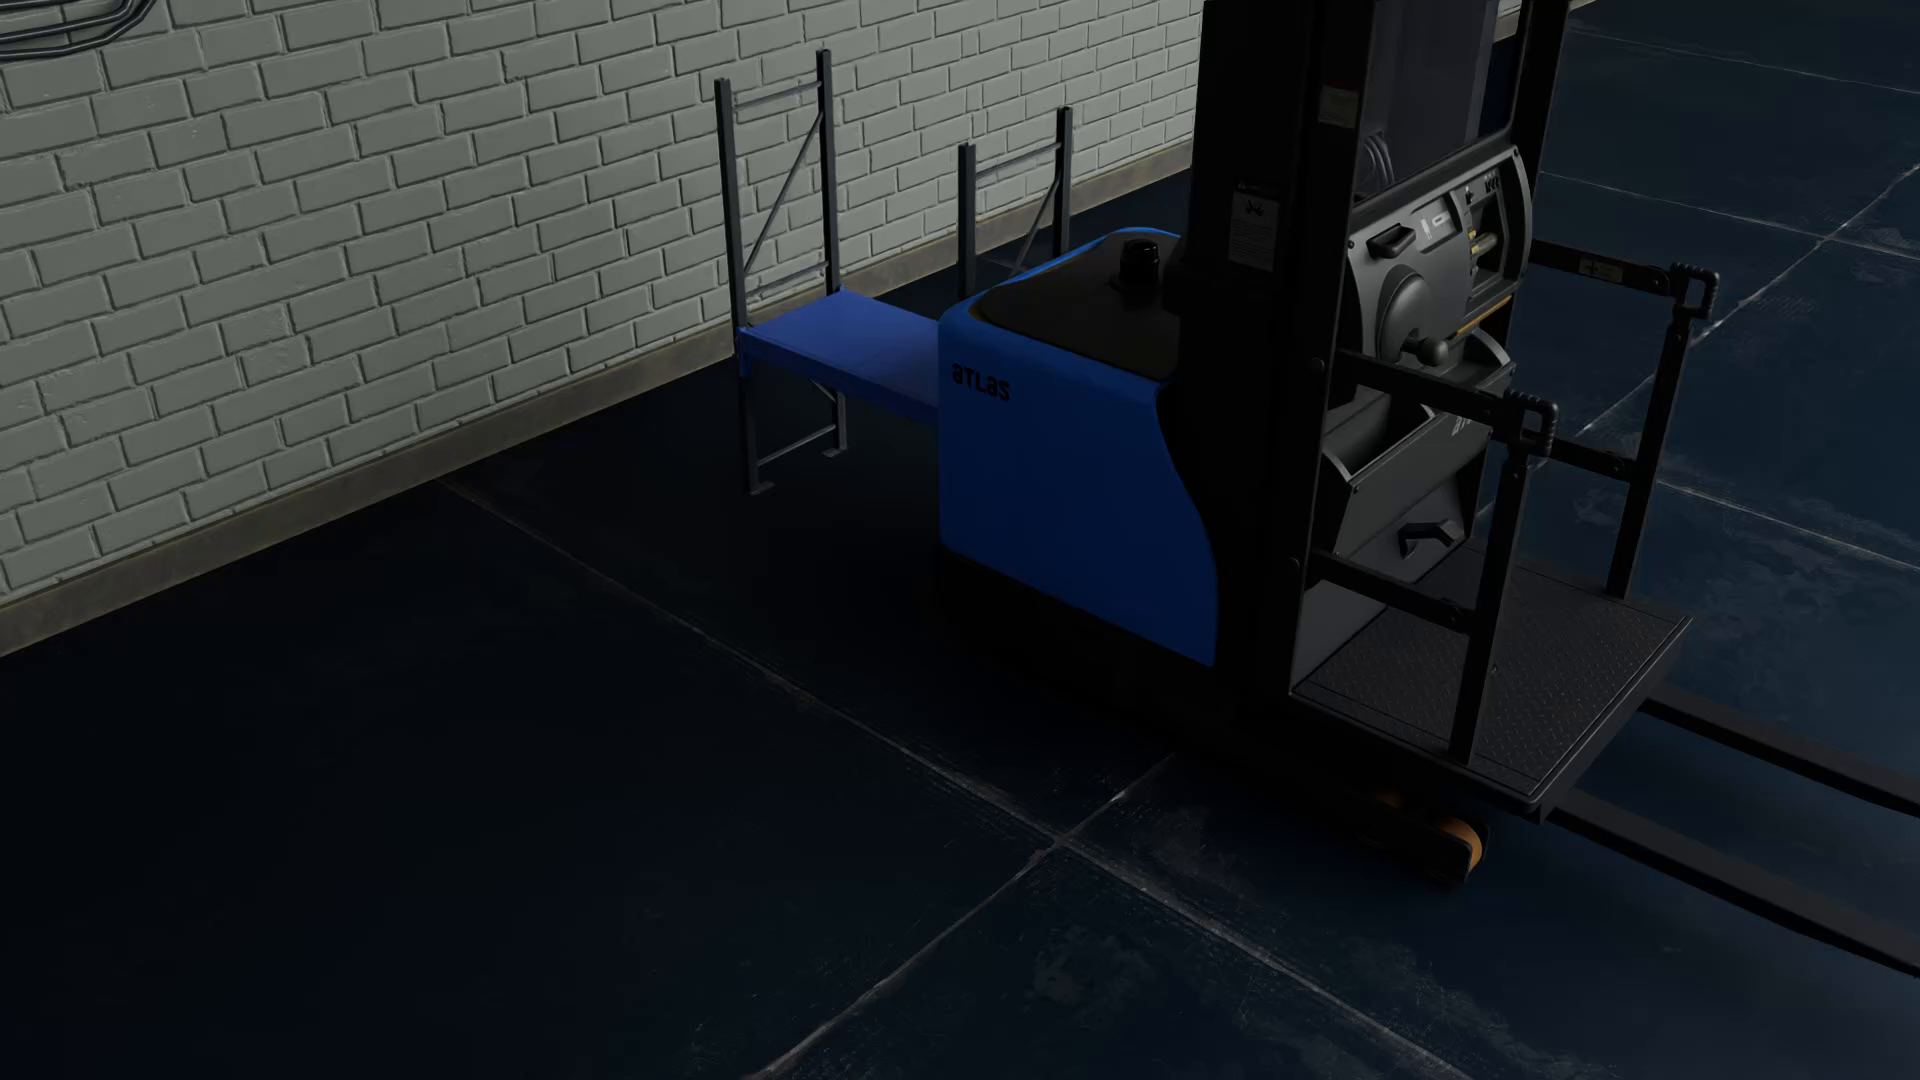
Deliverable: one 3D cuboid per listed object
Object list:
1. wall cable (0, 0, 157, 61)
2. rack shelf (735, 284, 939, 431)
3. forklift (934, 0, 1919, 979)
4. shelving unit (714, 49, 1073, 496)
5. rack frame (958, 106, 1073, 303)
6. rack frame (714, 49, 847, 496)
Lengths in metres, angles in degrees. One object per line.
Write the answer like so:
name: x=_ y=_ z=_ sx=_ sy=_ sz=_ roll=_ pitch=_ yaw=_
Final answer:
wall cable: x=-3.252 y=-1.981 z=3.327 sx=0.112 sy=2.526 sz=3.097 roll=25 pitch=39 yaw=35
rack shelf: x=-0.219 y=-0.580 z=5.607 sx=1.000 sy=0.185 sz=0.538 roll=24 pitch=38 yaw=34
forklift: x=1.367 y=-0.685 z=4.046 sx=3.031 sy=2.935 sz=1.130 roll=24 pitch=38 yaw=34
shelving unit: x=-0.219 y=-0.734 z=5.515 sx=1.048 sy=1.500 sz=0.538 roll=24 pitch=38 yaw=34
rack frame: x=0.167 y=-0.563 z=5.231 sx=0.032 sy=1.500 sz=0.500 roll=24 pitch=38 yaw=34
rack frame: x=-0.605 y=-0.904 z=5.798 sx=0.032 sy=1.500 sz=0.500 roll=24 pitch=38 yaw=34
